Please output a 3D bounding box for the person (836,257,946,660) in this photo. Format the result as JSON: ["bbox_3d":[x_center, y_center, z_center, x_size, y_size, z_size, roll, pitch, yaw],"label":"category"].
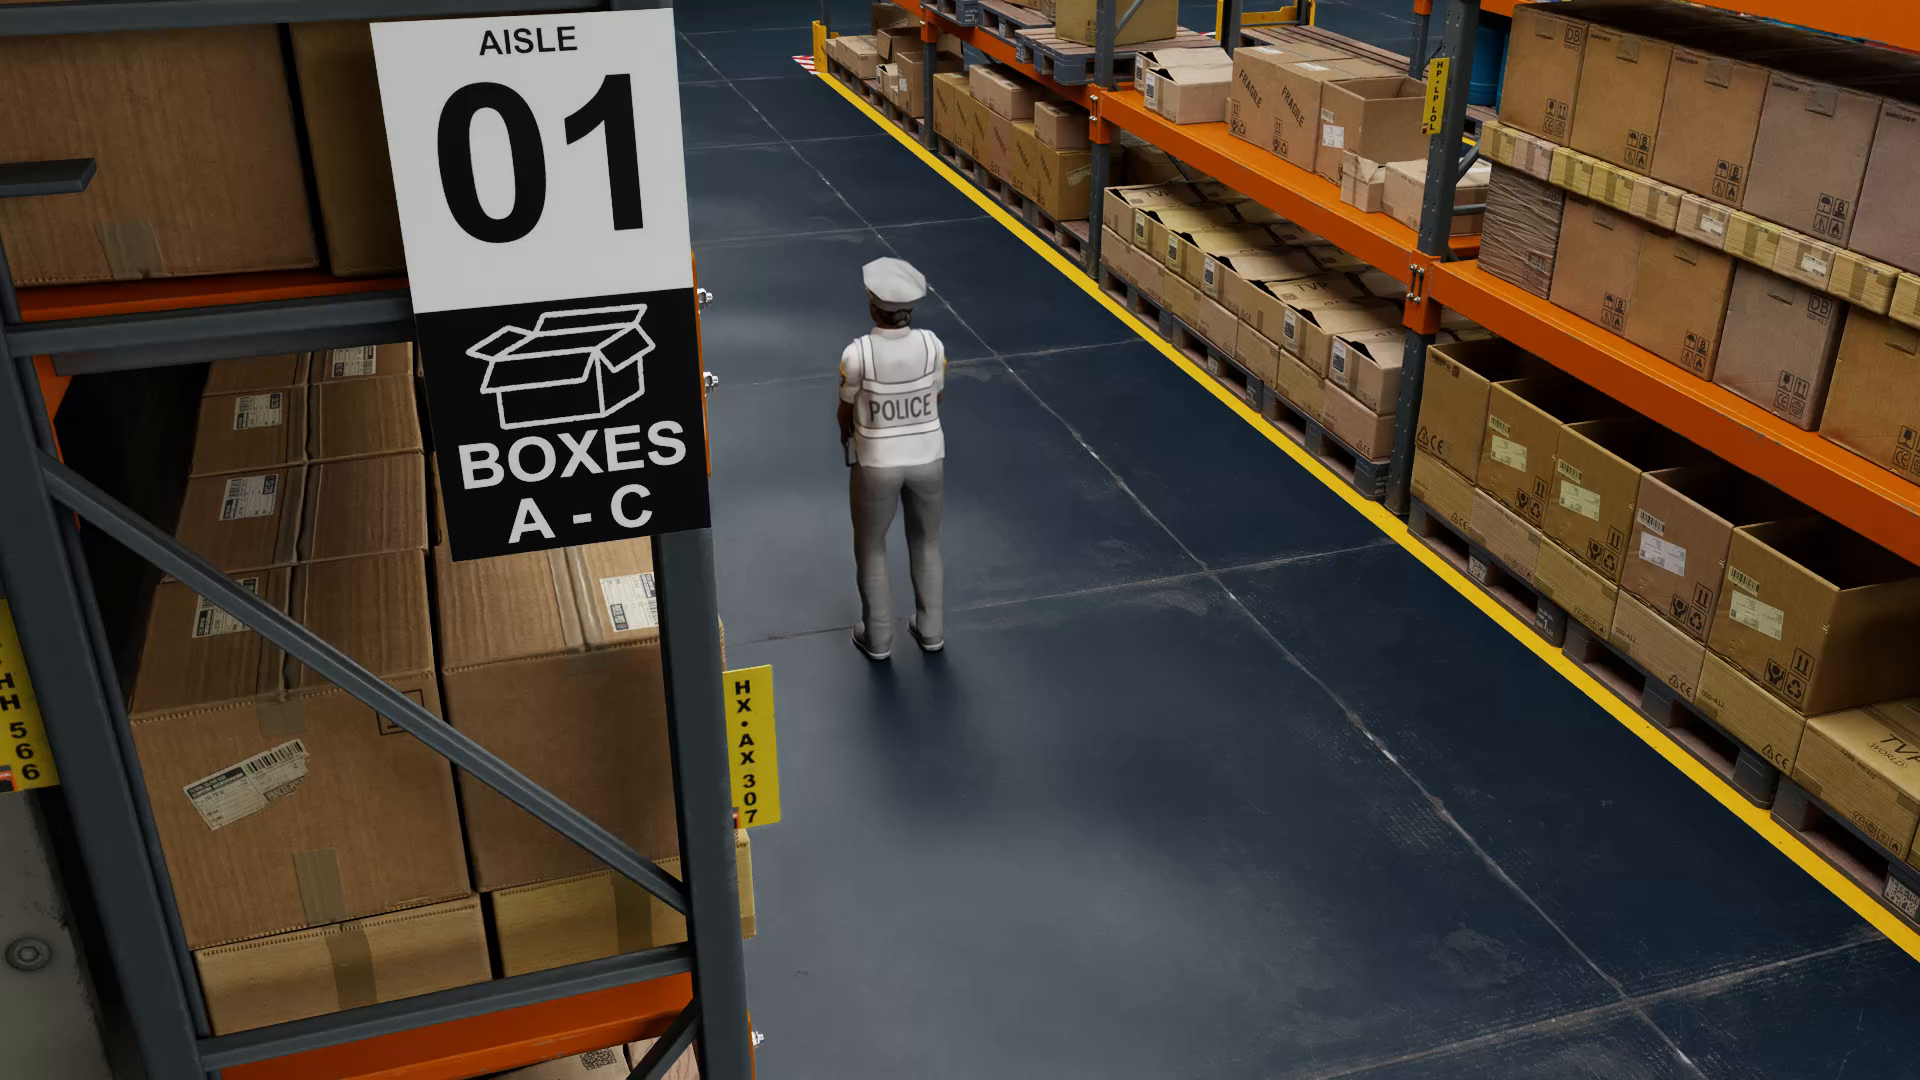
[{"bbox_3d":[-0.285,-0.341,6.775,0.441,1.692,0.514,-9,28,-17],"label":"person"}]
